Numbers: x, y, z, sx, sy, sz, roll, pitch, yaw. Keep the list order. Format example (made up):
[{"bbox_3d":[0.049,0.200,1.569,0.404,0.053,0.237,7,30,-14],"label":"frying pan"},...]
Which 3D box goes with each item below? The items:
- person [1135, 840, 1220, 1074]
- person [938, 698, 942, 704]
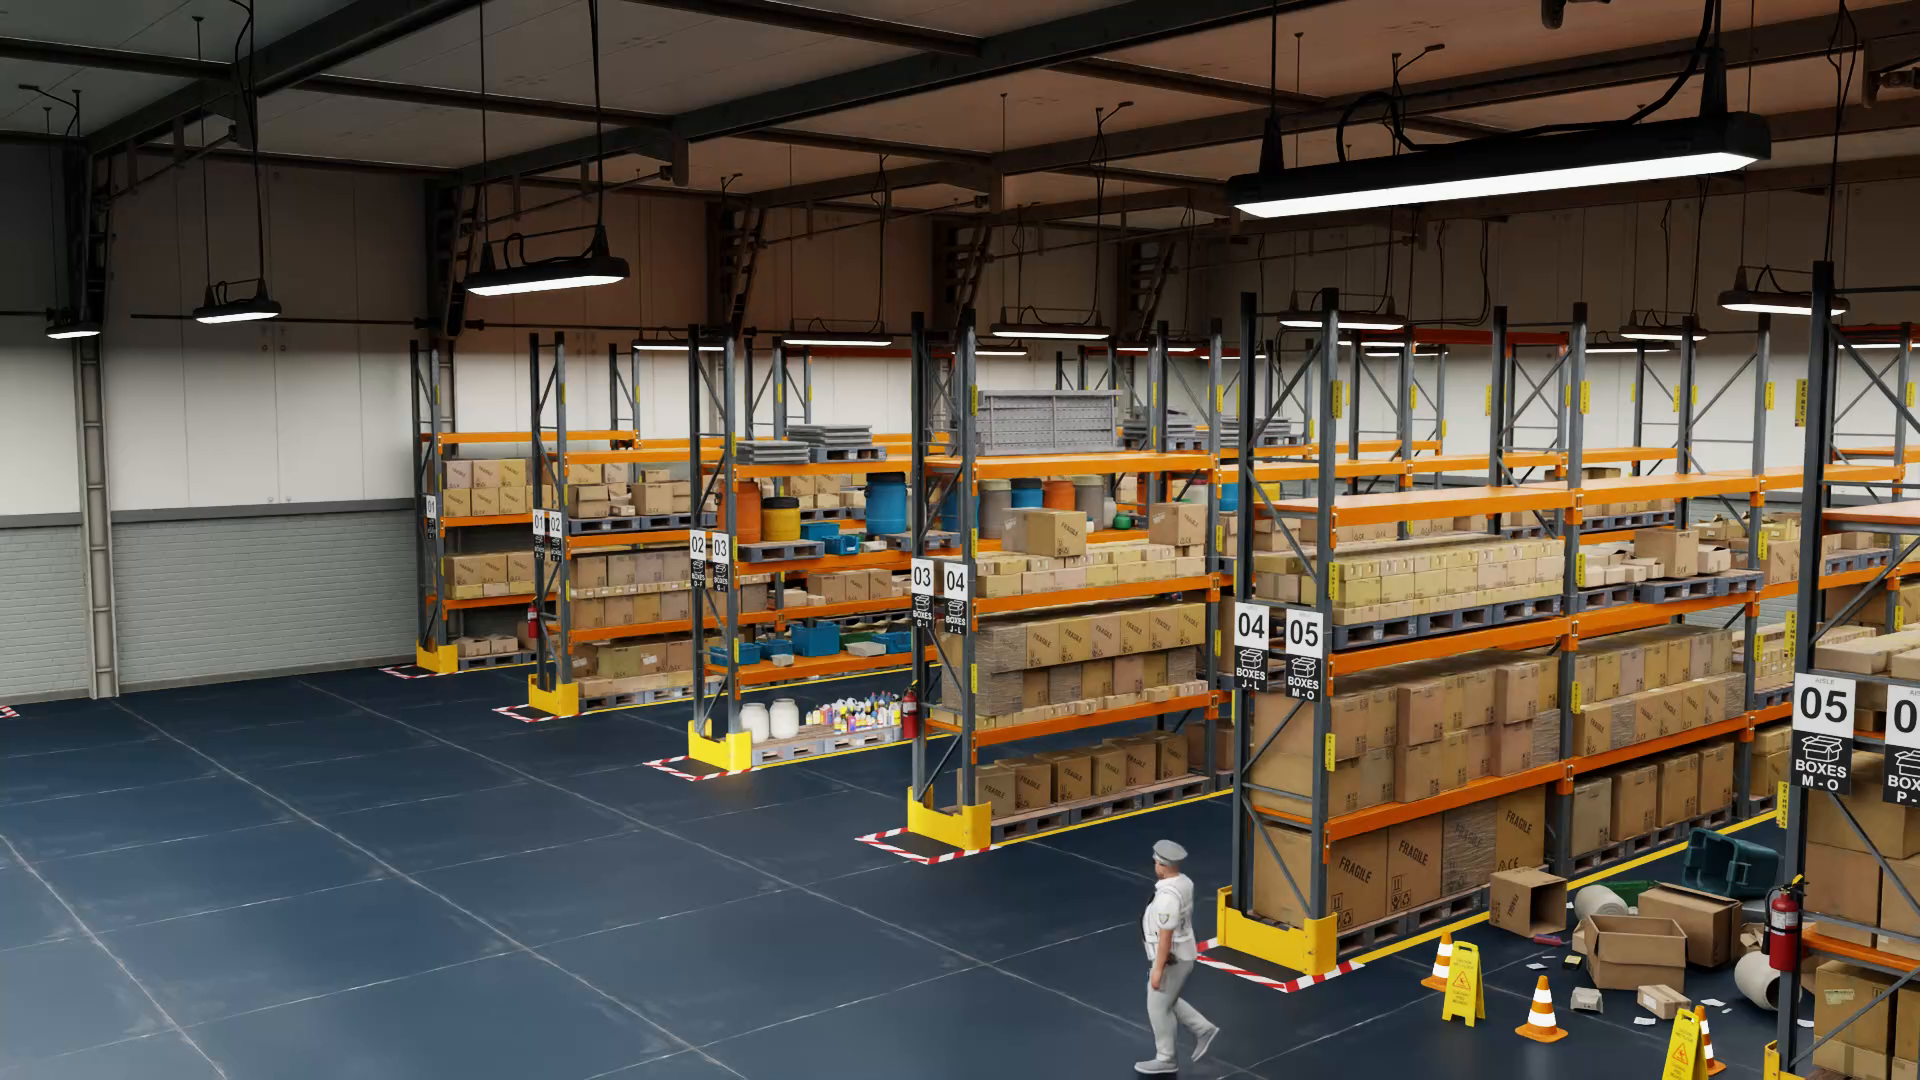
[{"bbox_3d":[1.635,3.121,12.445,0.635,1.751,0.527,1,5,8],"label":"person"},{"bbox_3d":[-0.020,1.810,26.616,0.589,1.742,0.822,-5,7,-41],"label":"person"}]
